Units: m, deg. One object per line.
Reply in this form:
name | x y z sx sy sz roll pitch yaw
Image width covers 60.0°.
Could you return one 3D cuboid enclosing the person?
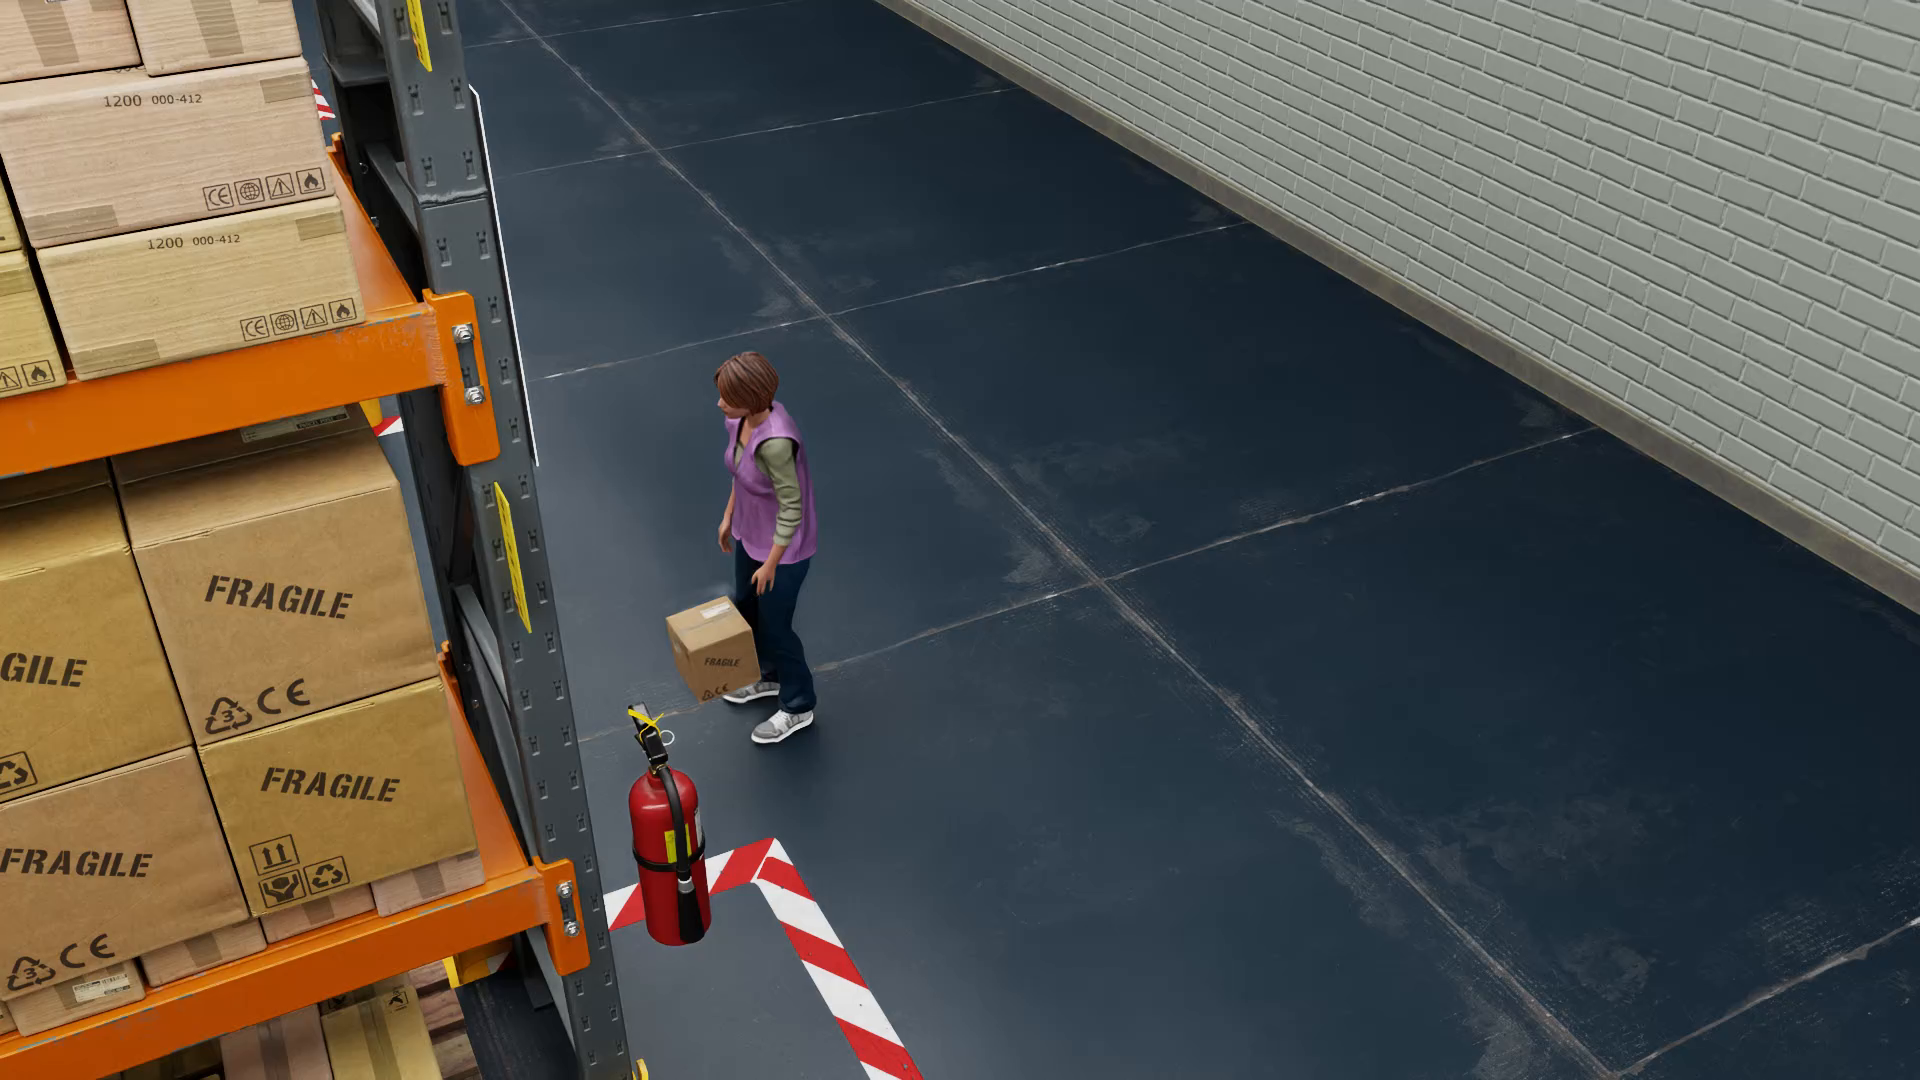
person | -0.706 0.043 6.127 0.345 1.546 0.477 -18 38 -25
